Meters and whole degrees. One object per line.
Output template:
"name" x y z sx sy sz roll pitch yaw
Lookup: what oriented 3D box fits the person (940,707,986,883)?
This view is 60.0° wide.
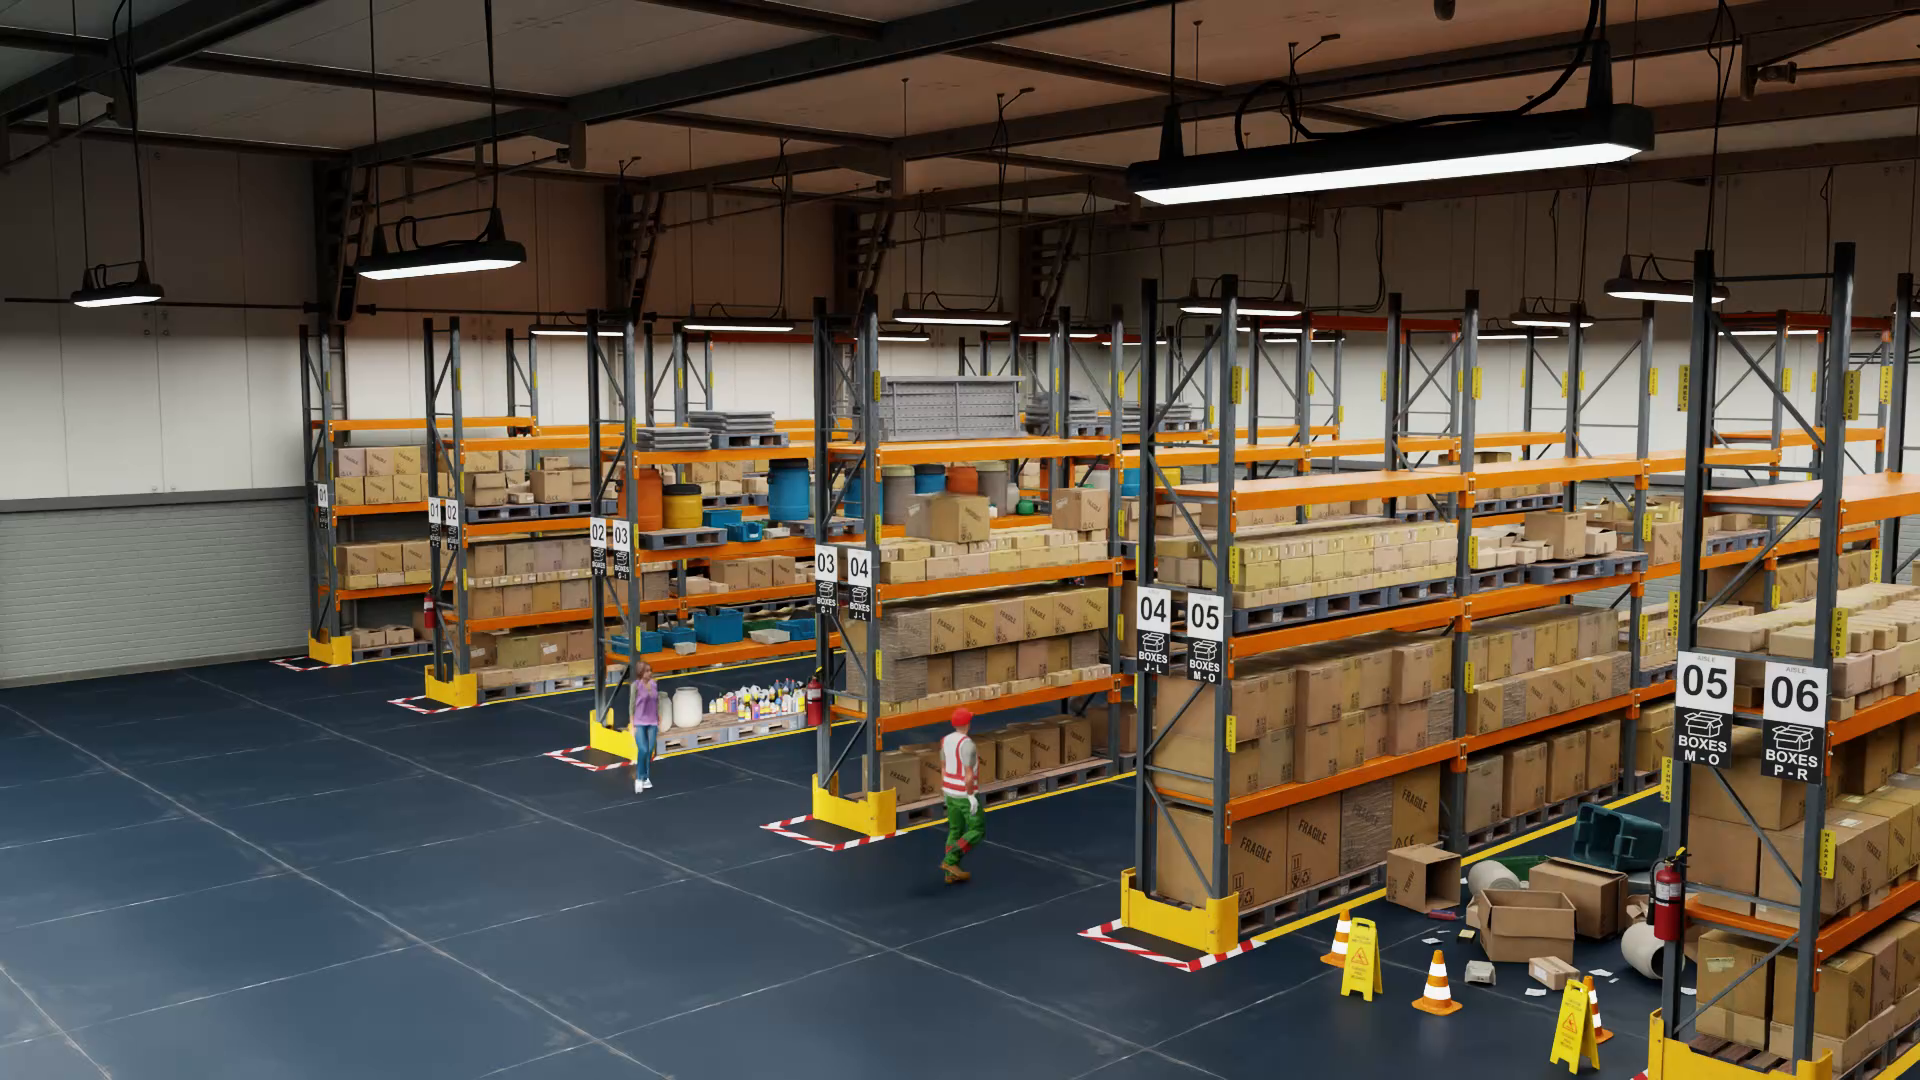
"person" -0.040 2.578 16.822 0.490 1.781 0.585 -3 7 -31

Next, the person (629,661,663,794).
"person" -3.887 2.303 20.542 0.447 1.623 0.448 -5 8 -41

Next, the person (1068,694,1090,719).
"person" 1.733 1.978 23.669 0.745 1.613 0.575 -4 7 -32
